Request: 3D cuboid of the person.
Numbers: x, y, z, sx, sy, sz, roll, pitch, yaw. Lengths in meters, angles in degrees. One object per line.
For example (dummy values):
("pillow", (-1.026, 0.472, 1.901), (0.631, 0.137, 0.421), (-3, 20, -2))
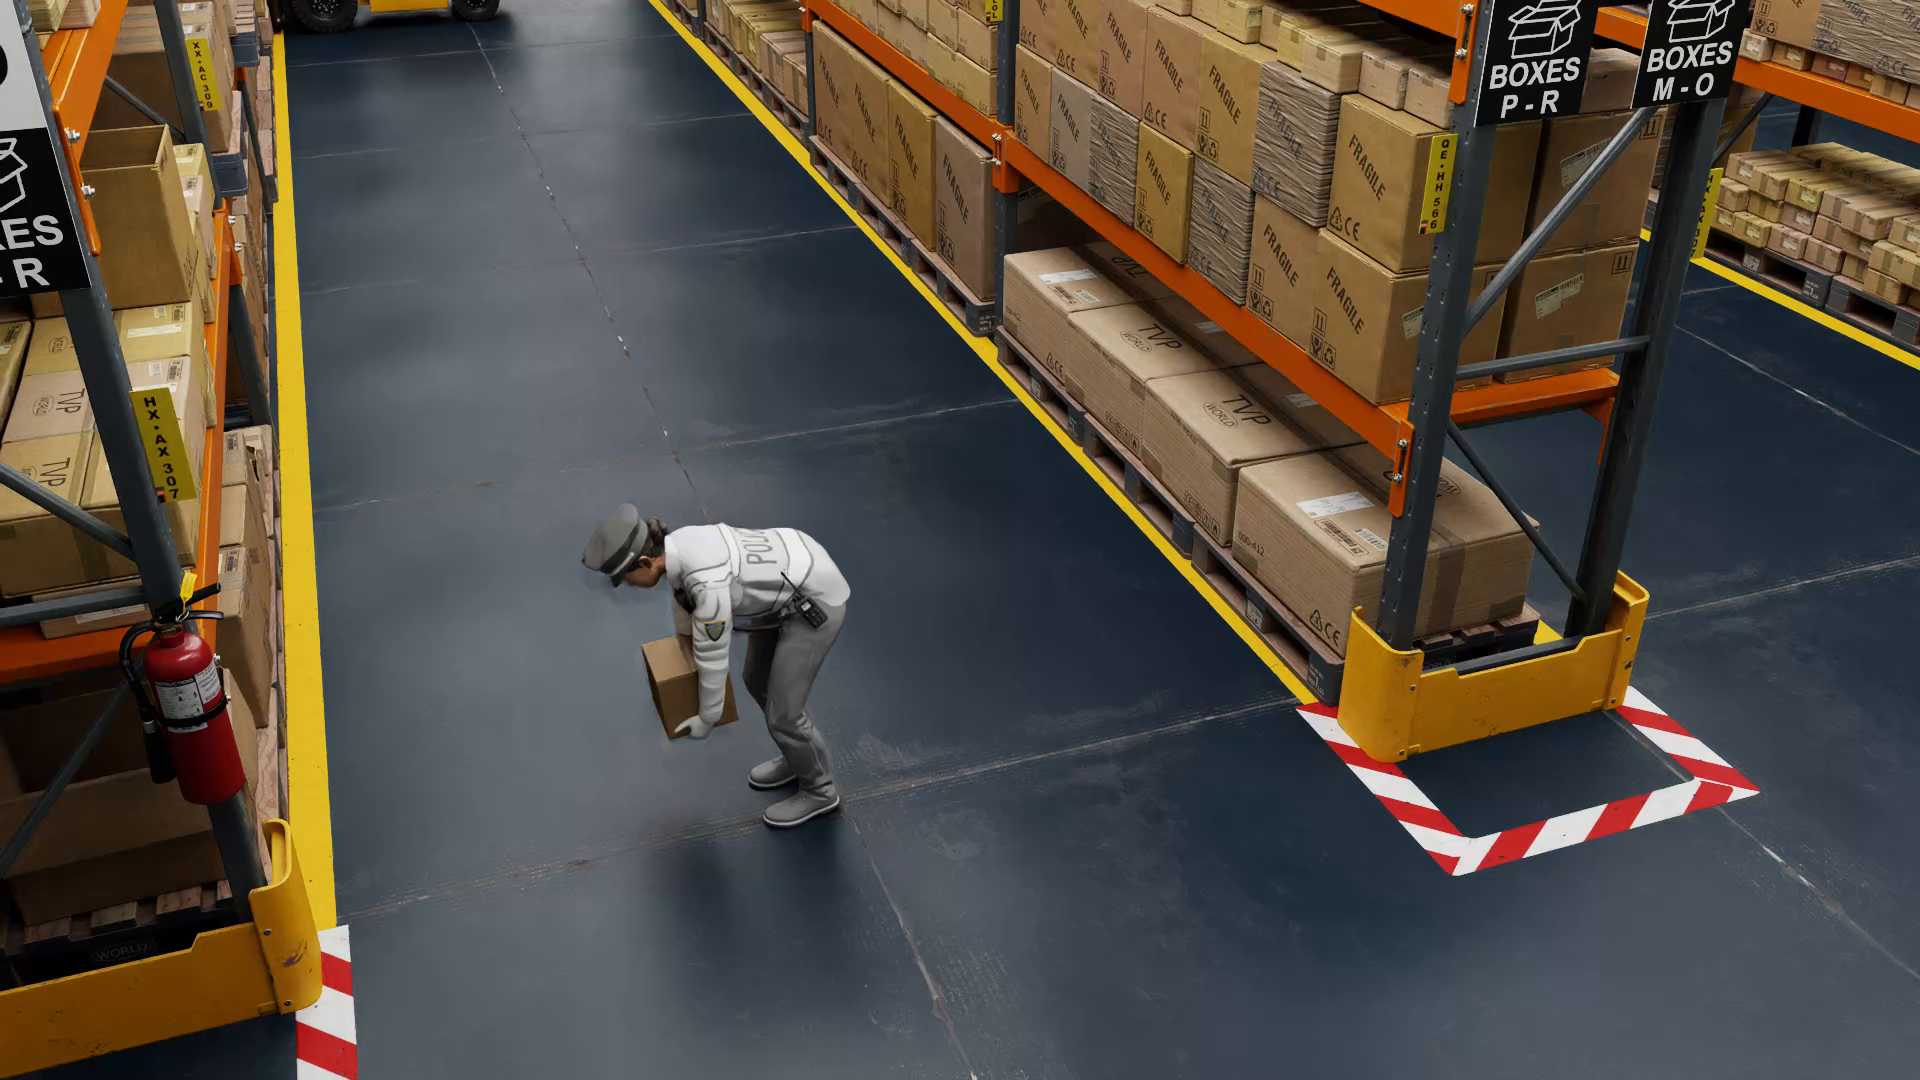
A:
("person", (-0.814, 0.420, 5.766), (0.887, 1.306, 0.406), (-11, 32, -19))
